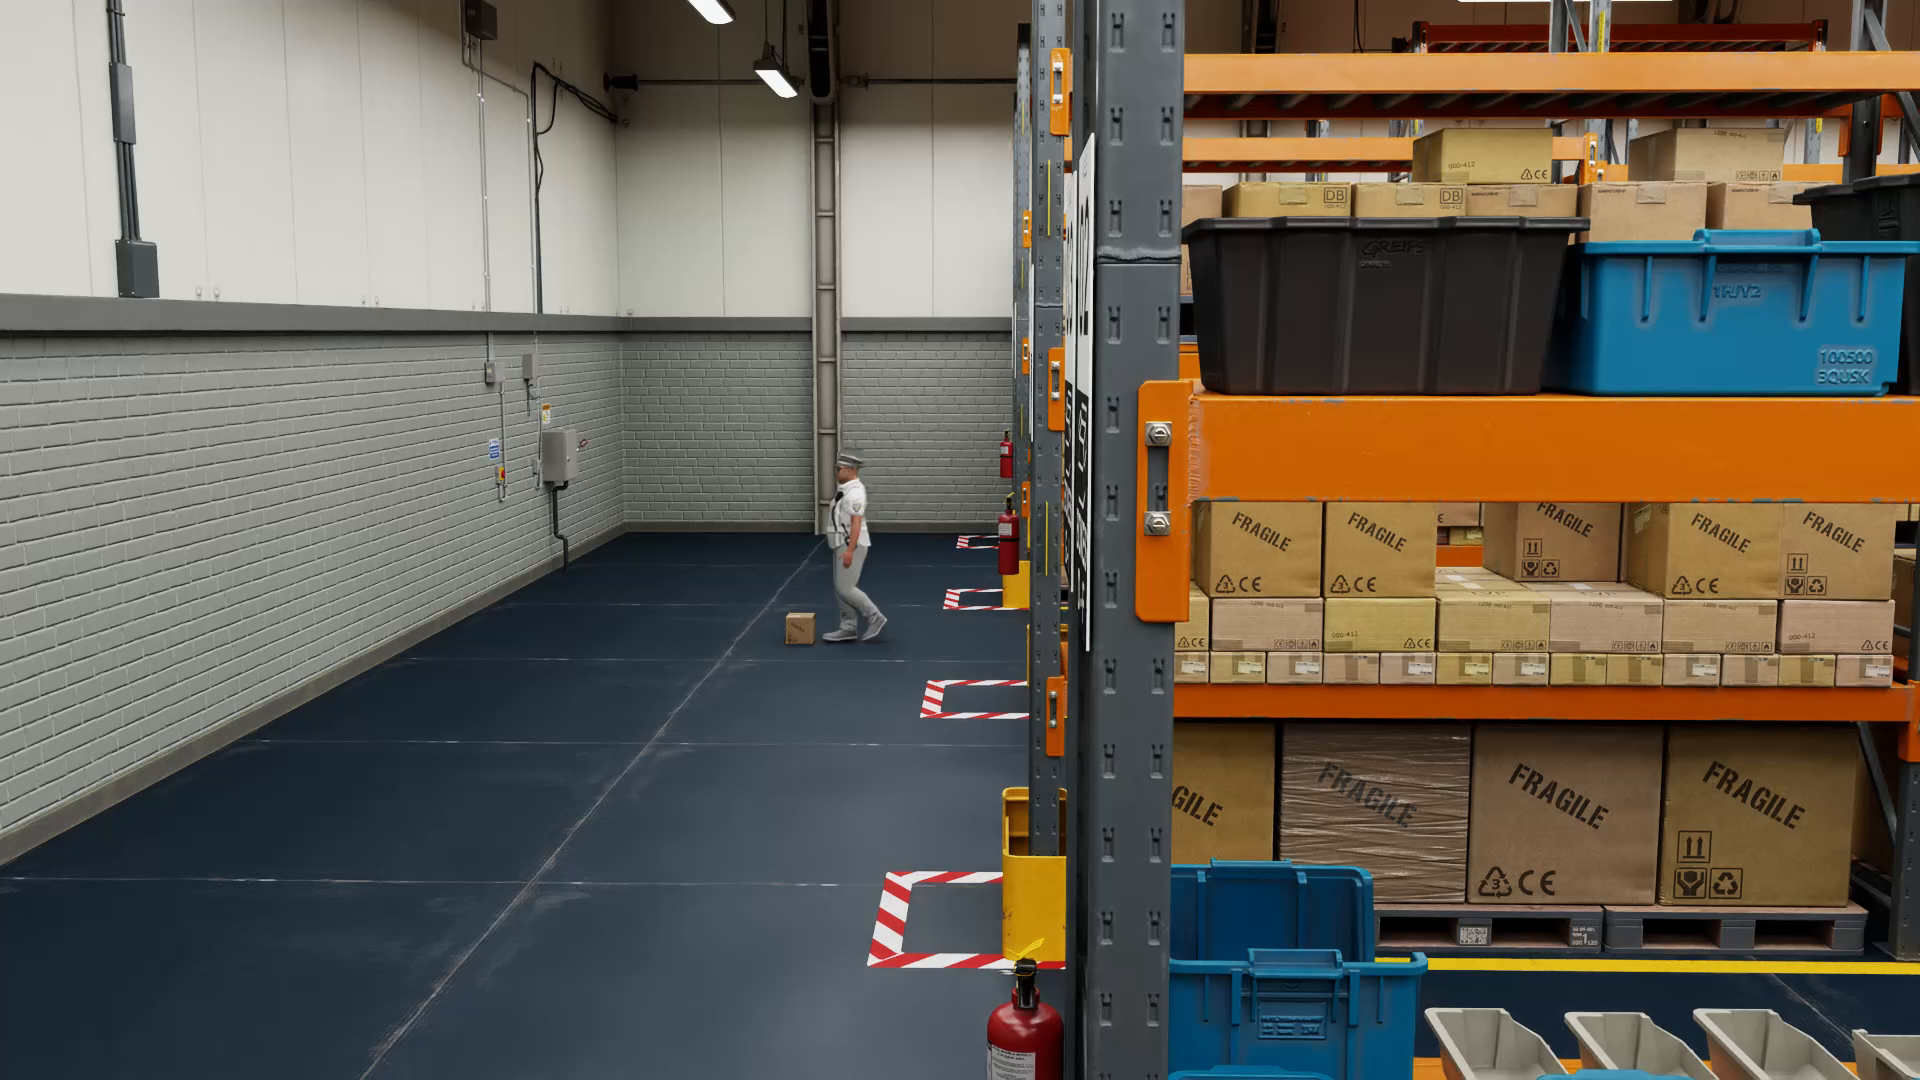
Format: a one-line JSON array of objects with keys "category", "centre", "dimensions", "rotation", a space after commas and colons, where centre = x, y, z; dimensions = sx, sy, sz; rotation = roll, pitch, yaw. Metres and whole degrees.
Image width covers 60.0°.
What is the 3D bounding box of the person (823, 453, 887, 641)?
[{"category": "person", "centre": [-0.989, 0.069, 15.523], "dimensions": [0.585, 1.767, 0.561], "rotation": [-2, 7, -14]}]
